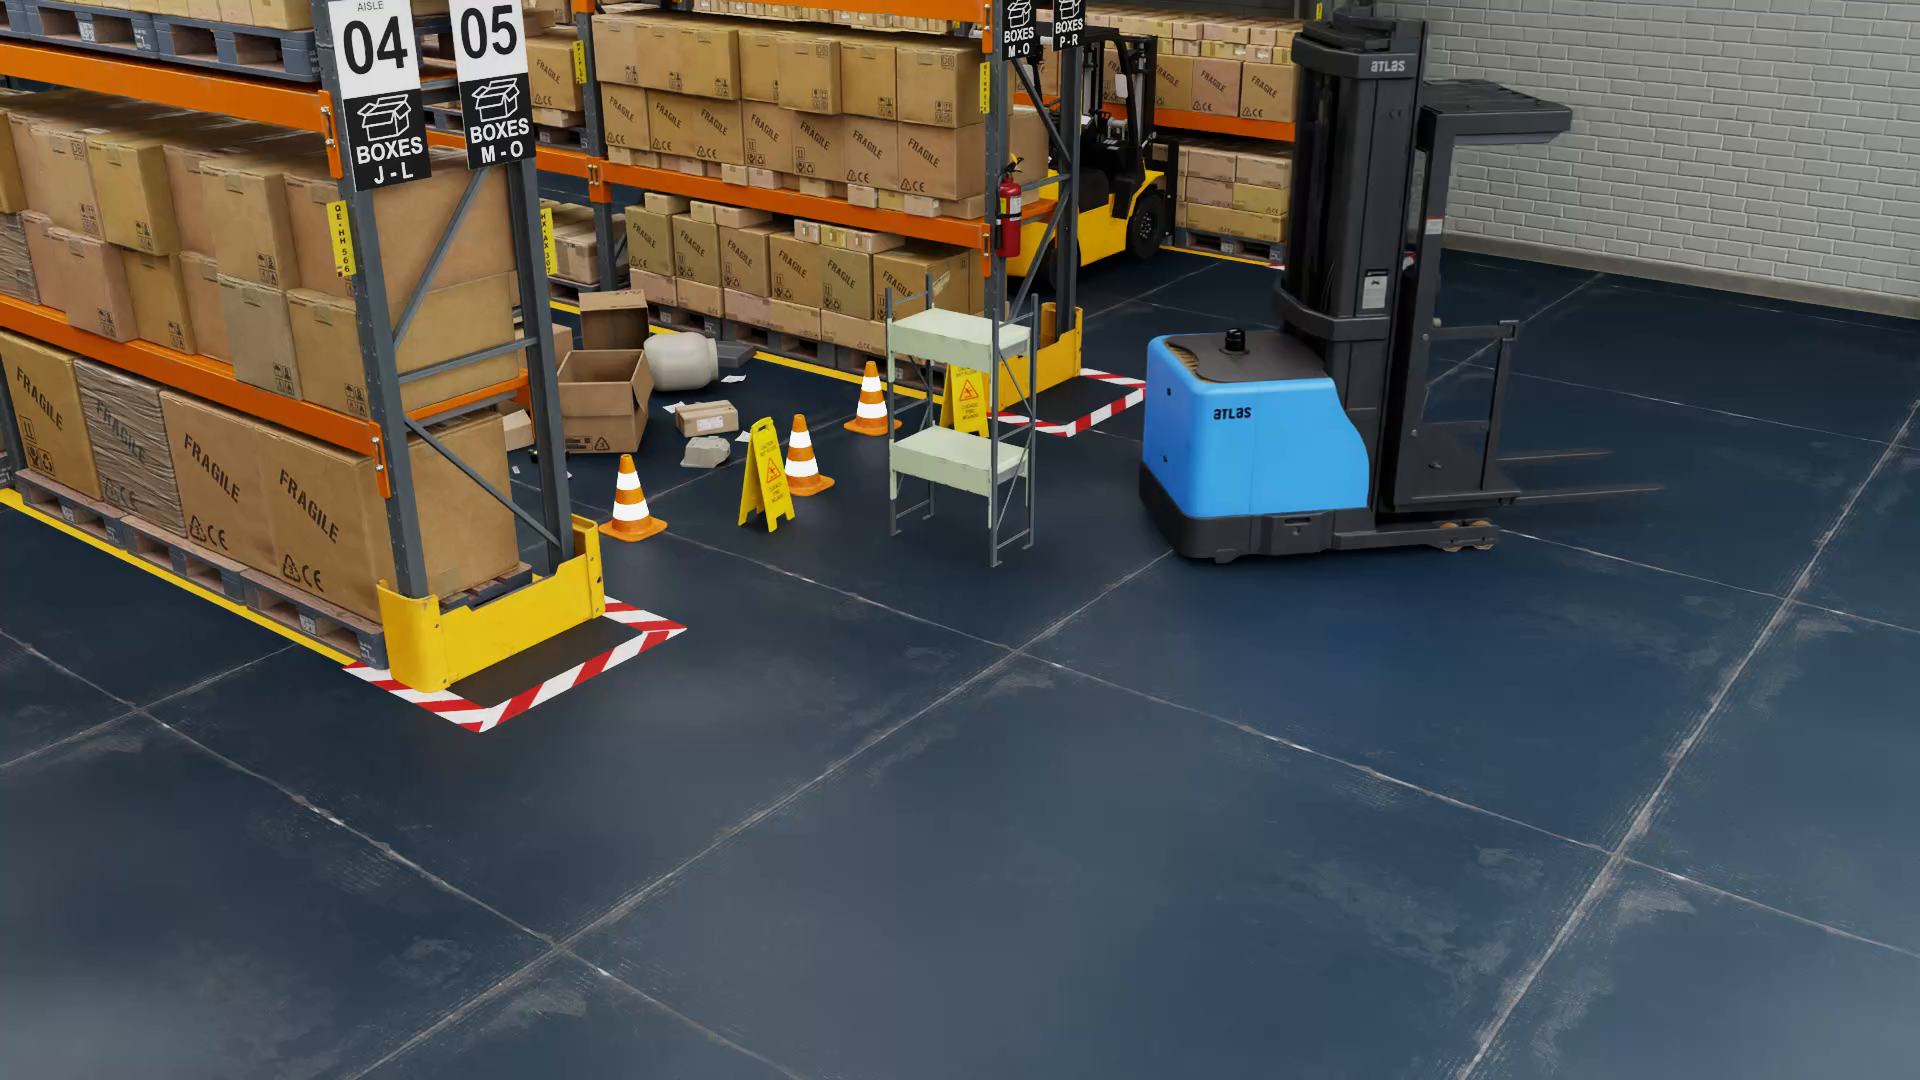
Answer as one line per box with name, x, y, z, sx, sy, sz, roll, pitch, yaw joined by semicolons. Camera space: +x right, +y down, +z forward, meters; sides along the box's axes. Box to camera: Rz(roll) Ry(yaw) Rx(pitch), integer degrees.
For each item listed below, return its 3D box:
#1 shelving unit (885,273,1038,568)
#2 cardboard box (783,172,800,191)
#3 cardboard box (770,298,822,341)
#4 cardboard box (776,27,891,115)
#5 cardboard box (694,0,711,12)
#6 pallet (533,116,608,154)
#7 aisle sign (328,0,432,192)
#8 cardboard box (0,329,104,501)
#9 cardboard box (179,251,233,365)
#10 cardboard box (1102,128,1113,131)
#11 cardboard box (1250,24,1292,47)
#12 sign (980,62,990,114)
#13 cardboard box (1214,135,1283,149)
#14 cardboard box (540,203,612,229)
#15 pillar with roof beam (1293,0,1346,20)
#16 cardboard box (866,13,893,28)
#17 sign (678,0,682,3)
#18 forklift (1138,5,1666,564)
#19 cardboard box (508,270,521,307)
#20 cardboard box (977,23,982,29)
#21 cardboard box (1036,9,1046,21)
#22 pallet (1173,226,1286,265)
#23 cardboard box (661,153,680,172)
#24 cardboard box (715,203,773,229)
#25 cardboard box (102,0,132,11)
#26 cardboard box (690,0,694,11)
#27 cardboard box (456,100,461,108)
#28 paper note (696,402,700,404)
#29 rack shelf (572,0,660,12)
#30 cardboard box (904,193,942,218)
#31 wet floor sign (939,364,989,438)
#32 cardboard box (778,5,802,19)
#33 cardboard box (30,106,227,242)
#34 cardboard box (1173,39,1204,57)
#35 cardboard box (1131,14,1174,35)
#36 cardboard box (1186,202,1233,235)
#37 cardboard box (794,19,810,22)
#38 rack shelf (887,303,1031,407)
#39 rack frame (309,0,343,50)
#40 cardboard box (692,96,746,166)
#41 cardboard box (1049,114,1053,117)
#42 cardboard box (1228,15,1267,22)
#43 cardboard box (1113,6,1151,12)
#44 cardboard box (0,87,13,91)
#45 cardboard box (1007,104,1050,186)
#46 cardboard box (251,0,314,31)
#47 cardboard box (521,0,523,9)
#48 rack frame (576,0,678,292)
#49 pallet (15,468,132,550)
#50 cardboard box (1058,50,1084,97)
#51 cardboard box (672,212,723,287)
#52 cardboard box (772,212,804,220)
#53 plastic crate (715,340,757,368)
shelving unit;0.005;-0.685;9.444;0.755;1.500;0.431;17;29;33
cardboard box;-1.126;-2.759;12.602;0.250;0.149;0.380;17;29;33
cardboard box;-1.127;-1.771;12.939;0.500;0.250;0.500;16;28;31
cardboard box;-0.897;-3.384;11.976;0.500;0.500;0.700;16;29;33
cardboard box;-2.836;-6.184;19.136;0.250;0.149;0.380;18;29;35
pallet;-3.212;-3.587;14.410;1.213;0.211;1.003;17;29;33
aisle sign;-2.498;-1.930;7.187;0.004;0.787;0.394;17;29;33
cardboard box;-5.114;-0.867;10.112;0.875;0.875;0.875;17;29;34
cardboard box;-3.525;-1.300;8.795;0.550;0.550;0.875;17;29;33
cardboard box;1.293;-3.976;16.702;0.500;0.250;0.500;18;29;35
cardboard box;2.858;-4.625;15.230;0.250;0.149;0.380;17;29;33
sign;0.164;-2.976;10.957;0.005;0.325;0.100;17;29;33
cardboard box;2.814;-3.767;16.229;0.500;0.250;0.500;17;29;33
cardboard box;-3.686;-2.732;14.968;0.625;0.372;0.950;19;30;36
pillar with roof beam;0.889;-5.894;11.967;0.400;9.000;9.100;17;29;33
cardboard box;-0.792;-5.553;17.704;0.250;0.149;0.380;16;28;32
sign;-3.232;-6.329;19.057;0.005;0.325;0.100;17;29;33
forklift;2.659;-1.477;9.468;3.031;2.935;1.130;-4;24;-9
cardboard box;-3.731;-2.065;12.876;0.500;0.500;0.500;17;29;33
cardboard box;0.384;-5.226;16.963;0.250;0.149;0.380;16;29;32
cardboard box;0.836;-5.259;16.668;0.250;0.149;0.380;16;29;32
pallet;2.850;-2.974;16.238;1.213;0.211;1.003;17;29;33
cardboard box;-2.164;-3.050;13.264;0.250;0.149;0.380;17;29;33
cardboard box;-1.684;-2.550;12.972;0.250;0.149;0.380;19;30;36
cardboard box;-3.860;-2.629;7.942;0.250;0.149;0.380;17;29;34
cardboard box;-3.232;-6.426;19.969;0.500;0.500;0.500;18;30;36
cardboard box;-4.222;-3.904;14.682;0.250;0.149;0.380;16;28;32
paper note;-1.855;-0.977;11.955;0.123;0.001;0.032;17;29;33
rack shelf;-4.288;-4.971;14.483;4.000;0.370;1.077;17;29;33
cardboard box;-0.184;-2.408;11.807;0.250;0.149;0.380;16;29;33
wet floor sign;0.024;-1.008;11.237;0.267;0.644;0.232;-15;28;-30
cardboard box;-1.797;-5.875;18.435;0.250;0.149;0.380;18;29;34
cardboard box;-4.441;-2.014;9.075;0.550;0.550;0.875;17;29;33
cardboard box;2.215;-4.662;15.683;0.250;0.149;0.380;16;28;32
cardboard box;1.843;-4.945;15.955;0.250;0.149;0.380;17;29;34
cardboard box;2.529;-3.147;16.063;0.500;0.250;0.500;17;29;33
cardboard box;-1.474;-5.618;18.346;0.500;0.250;0.500;17;29;34
rack shelf;0.005;-1.042;9.287;0.720;0.370;0.431;17;29;33
rack frame;-2.375;-3.600;6.760;0.127;3.000;1.000;17;29;33
cardboard box;-1.693;-3.189;12.776;0.500;0.500;0.500;17;29;33
cardboard box;0.796;-4.381;17.621;0.500;0.250;0.500;17;29;34
cardboard box;2.749;-4.905;15.866;0.250;0.149;0.380;17;29;34
cardboard box;1.728;-5.225;16.590;0.250;0.149;0.380;16;29;33
cardboard box;-6.389;-2.567;10.492;0.500;0.500;0.700;16;29;32
cardboard box;0.301;-2.862;12.033;0.500;0.500;0.500;16;29;33
cardboard box;-2.844;-2.321;7.245;0.250;0.149;0.380;17;29;33
cardboard box;-5.448;-6.904;21.054;0.500;0.500;0.700;17;29;34
rack frame;-2.688;-3.443;13.845;0.127;3.000;1.000;17;29;33
pallet;-5.014;-0.337;10.252;1.213;0.211;1.003;17;29;33
cardboard box;1.317;-4.657;16.476;0.500;0.500;0.500;16;29;33
cardboard box;-1.942;-2.365;13.357;0.500;0.500;0.500;18;30;35
cardboard box;-1.236;-2.419;13.478;0.500;0.500;0.500;19;30;36
plastic crate;-1.923;-1.463;12.972;0.583;0.080;0.402;7;25;15
